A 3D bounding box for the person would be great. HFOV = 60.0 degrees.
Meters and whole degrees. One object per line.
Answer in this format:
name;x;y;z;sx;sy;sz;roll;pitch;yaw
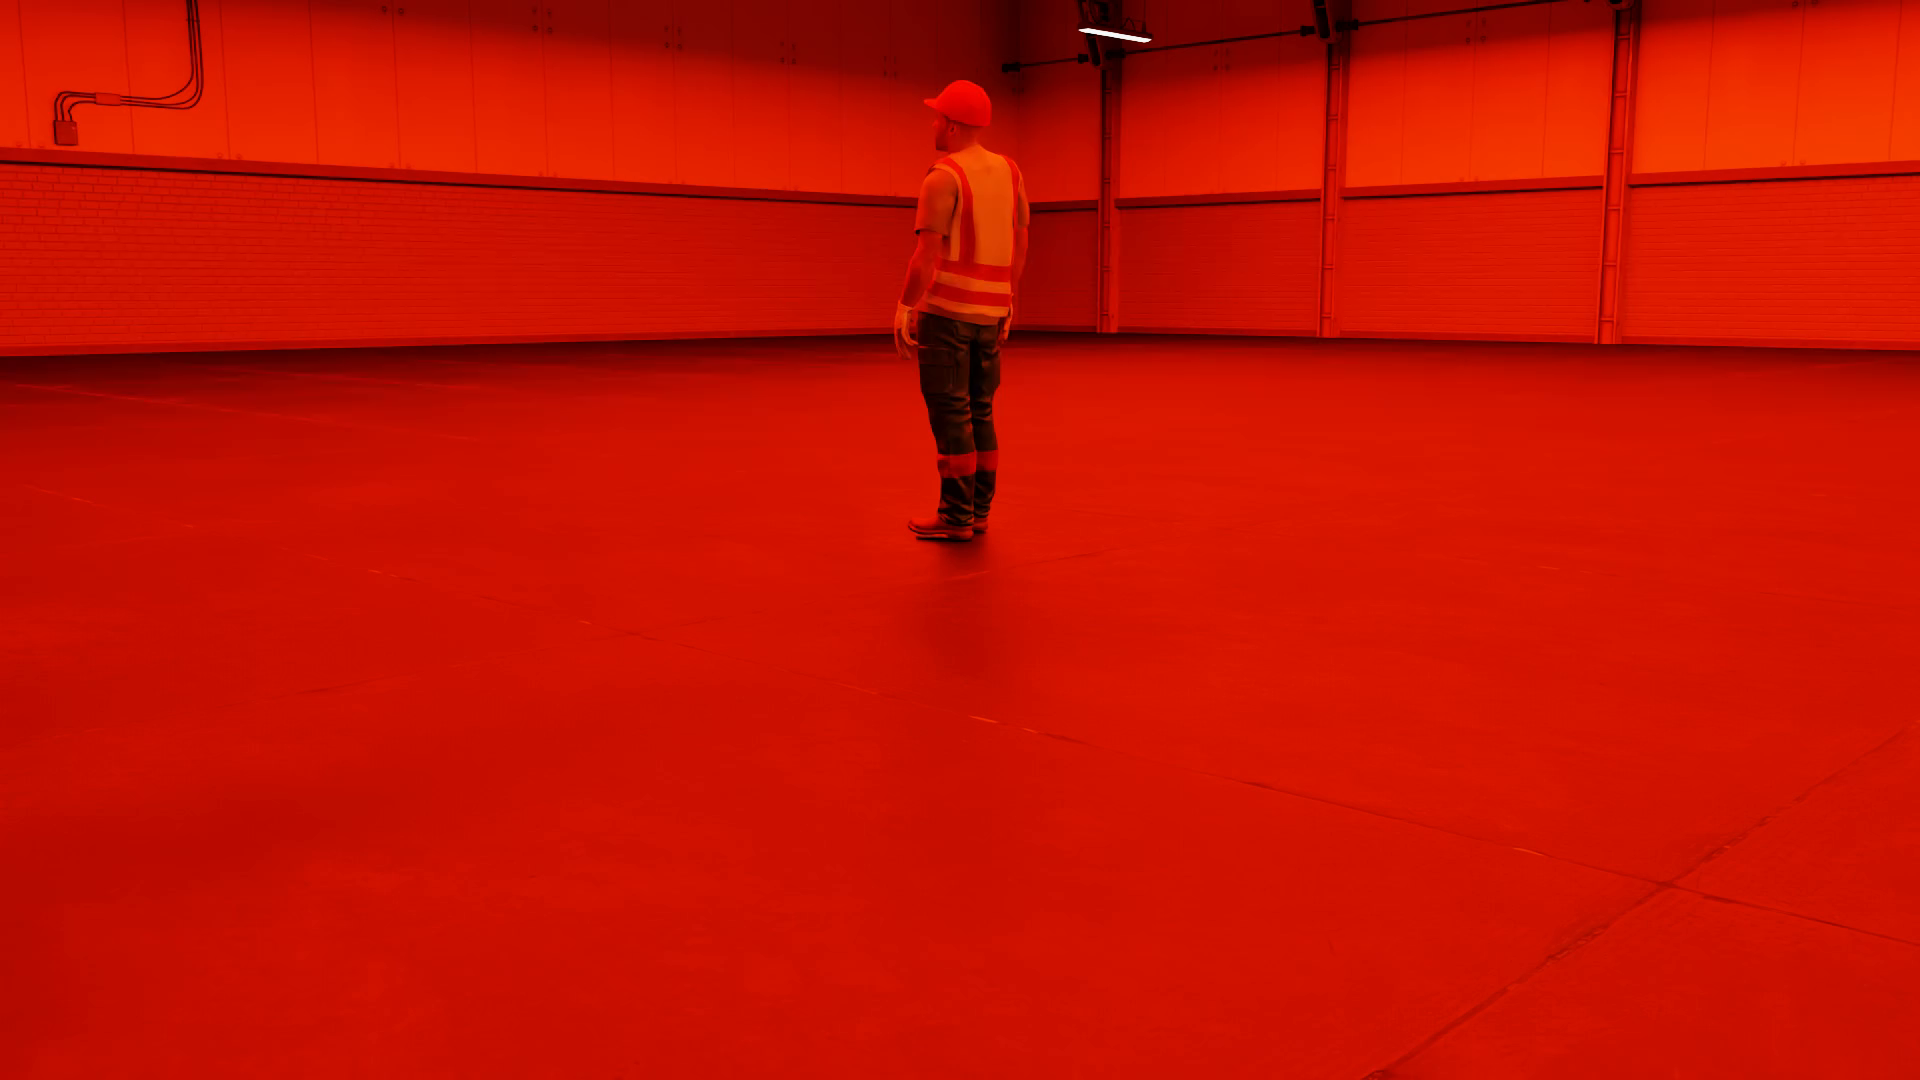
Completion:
person;-0.049;-0.902;6.647;0.564;1.787;0.637;8;12;43
